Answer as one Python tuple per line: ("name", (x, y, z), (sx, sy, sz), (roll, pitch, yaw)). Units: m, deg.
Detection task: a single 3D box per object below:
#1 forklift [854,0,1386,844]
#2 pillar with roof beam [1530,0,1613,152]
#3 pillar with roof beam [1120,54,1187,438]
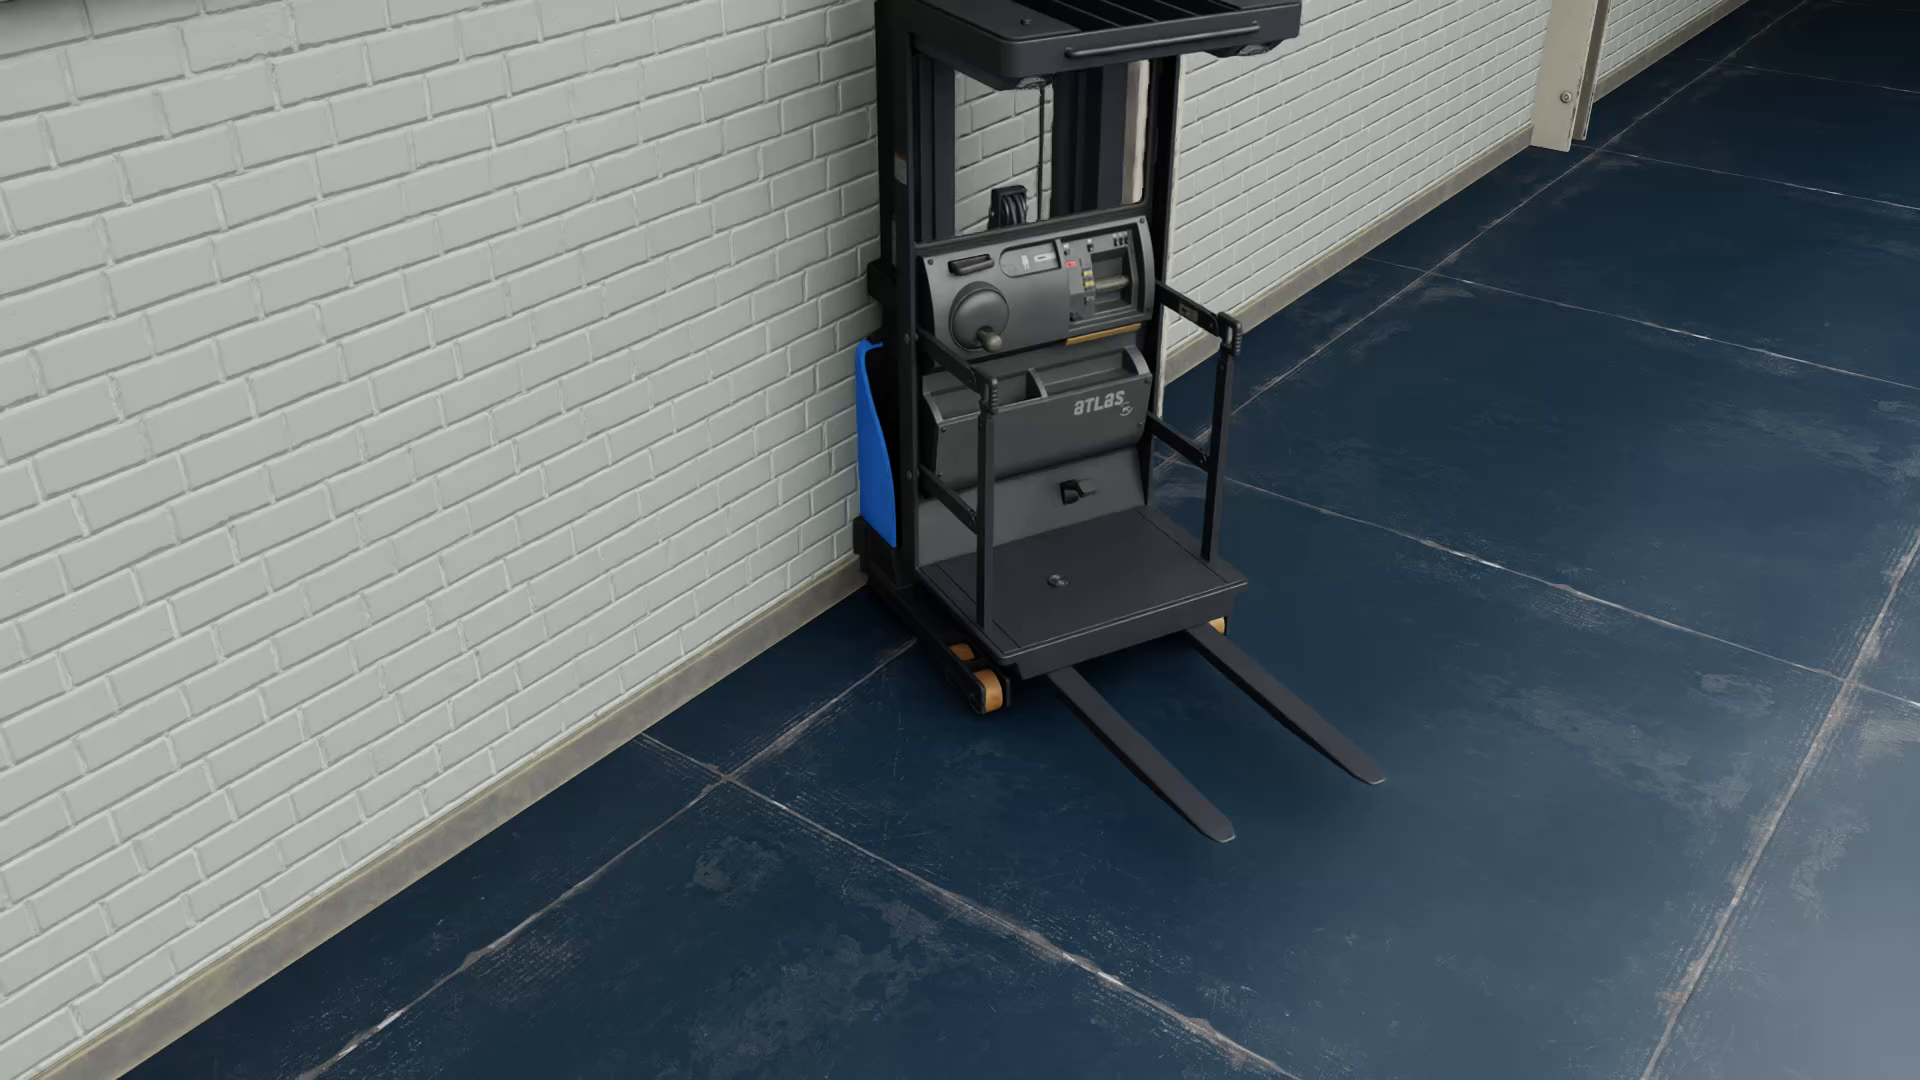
("forklift", (0.398, -0.880, 5.860), (1.130, 2.935, 3.031), (-15, 34, -24))
("pillar with roof beam", (7.795, -5.466, 7.647), (9.100, 9.000, 0.400), (21, 37, 31))
("pillar with roof beam", (4.173, -3.028, 3.532), (9.100, 9.000, 0.400), (21, 37, 31))
